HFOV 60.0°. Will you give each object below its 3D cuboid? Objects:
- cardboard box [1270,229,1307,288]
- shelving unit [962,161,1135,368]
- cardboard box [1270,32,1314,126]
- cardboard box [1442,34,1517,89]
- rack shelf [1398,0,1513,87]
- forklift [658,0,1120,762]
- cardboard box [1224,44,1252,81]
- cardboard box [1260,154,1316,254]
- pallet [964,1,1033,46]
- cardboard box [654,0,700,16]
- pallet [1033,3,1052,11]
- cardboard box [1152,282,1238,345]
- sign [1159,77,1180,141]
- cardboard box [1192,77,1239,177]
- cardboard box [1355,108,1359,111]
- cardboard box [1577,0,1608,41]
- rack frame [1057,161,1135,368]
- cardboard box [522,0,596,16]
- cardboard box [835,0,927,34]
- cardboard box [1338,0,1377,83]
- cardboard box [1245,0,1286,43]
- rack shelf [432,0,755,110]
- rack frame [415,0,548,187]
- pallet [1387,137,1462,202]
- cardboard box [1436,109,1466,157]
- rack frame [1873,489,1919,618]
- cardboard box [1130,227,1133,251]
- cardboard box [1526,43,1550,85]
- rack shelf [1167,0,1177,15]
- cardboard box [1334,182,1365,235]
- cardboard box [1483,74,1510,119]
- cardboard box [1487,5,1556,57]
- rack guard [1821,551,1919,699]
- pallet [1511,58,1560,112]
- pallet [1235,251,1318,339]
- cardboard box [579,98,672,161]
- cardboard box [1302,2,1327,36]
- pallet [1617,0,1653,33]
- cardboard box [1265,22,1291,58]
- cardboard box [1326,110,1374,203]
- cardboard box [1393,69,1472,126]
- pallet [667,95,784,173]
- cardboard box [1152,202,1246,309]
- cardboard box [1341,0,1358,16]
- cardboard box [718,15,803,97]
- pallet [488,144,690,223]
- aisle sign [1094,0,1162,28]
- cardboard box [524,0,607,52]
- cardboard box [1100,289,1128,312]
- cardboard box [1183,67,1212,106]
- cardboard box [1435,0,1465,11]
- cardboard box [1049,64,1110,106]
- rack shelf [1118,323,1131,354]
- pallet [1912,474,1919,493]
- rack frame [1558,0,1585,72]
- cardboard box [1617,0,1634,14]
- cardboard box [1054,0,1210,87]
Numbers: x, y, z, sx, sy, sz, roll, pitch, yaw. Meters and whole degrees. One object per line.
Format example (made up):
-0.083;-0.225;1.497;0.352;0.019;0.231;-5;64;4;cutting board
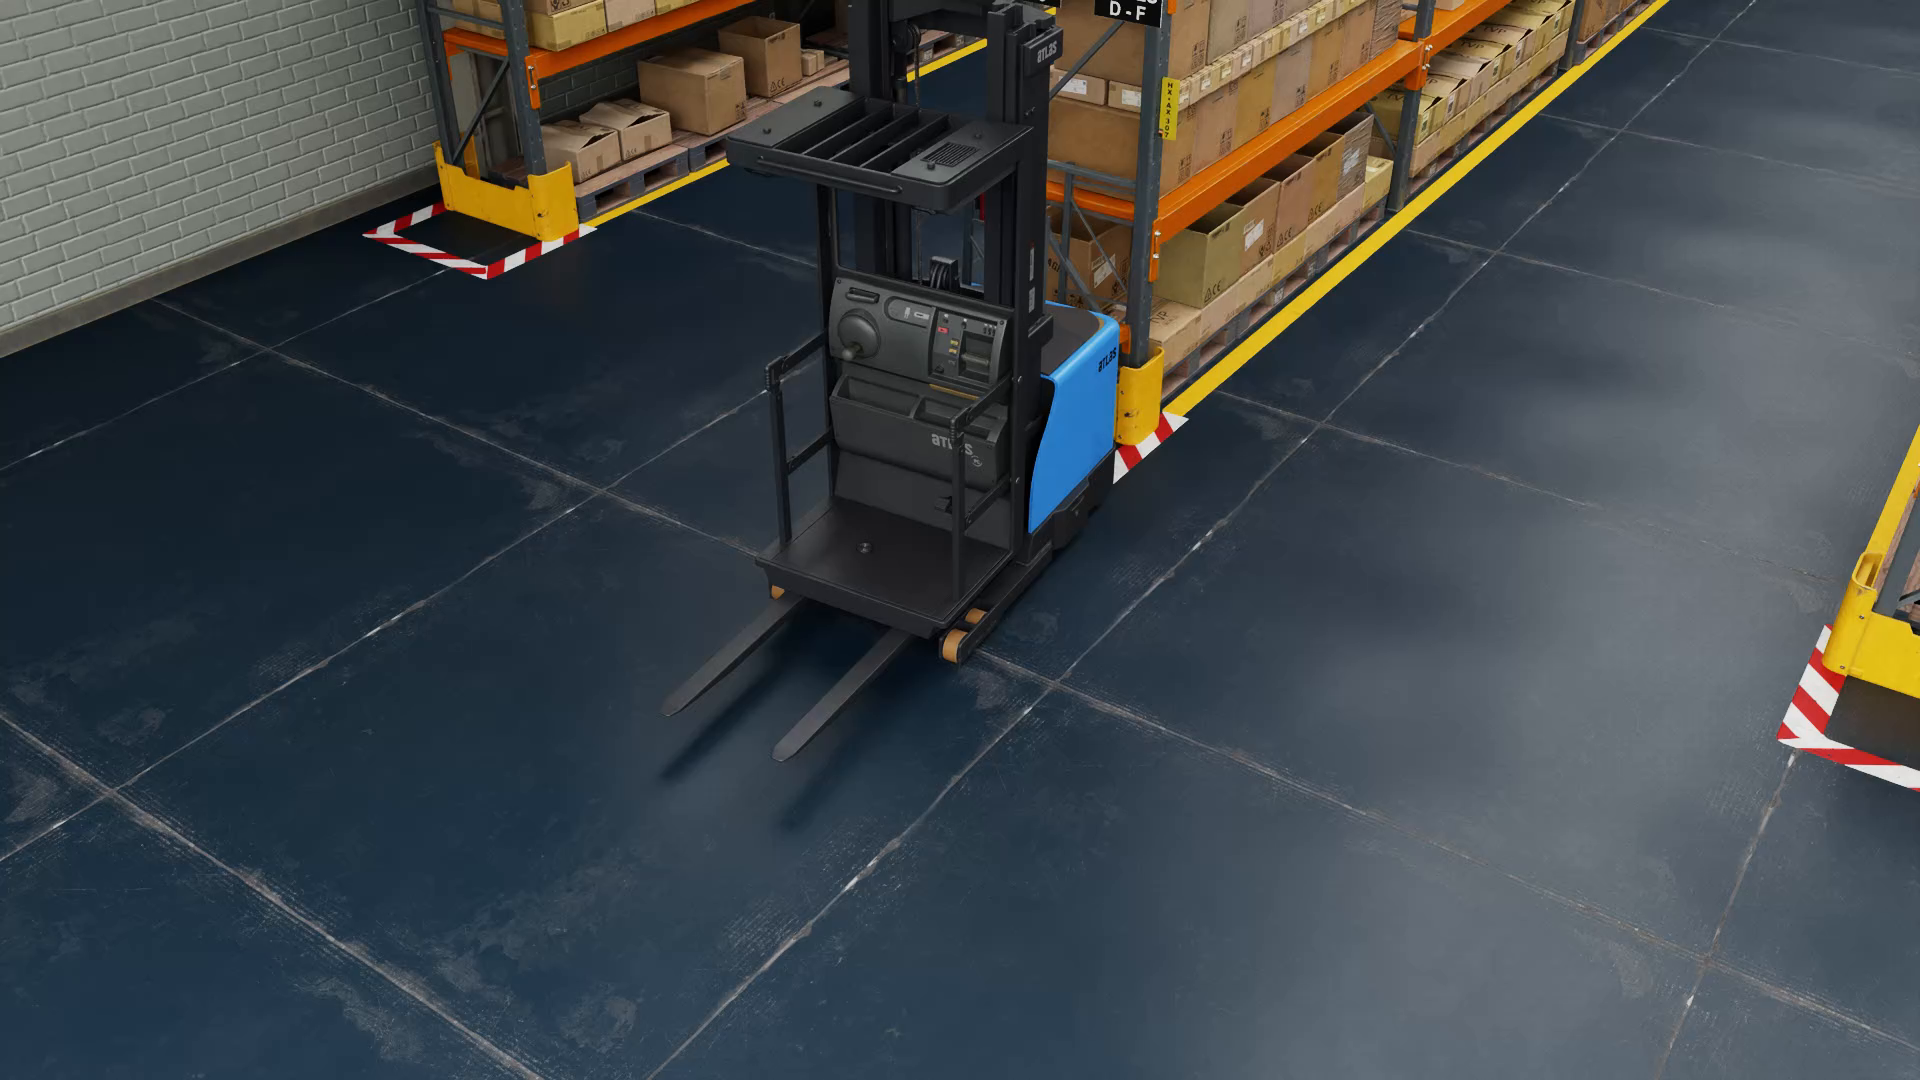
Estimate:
1.994;-1.959;11.224;0.500;0.250;0.500;21;39;28;cardboard box
0.506;-1.216;9.219;0.587;1.500;1.083;19;31;29;shelving unit
1.806;-3.024;10.630;0.700;0.500;0.500;23;40;30;cardboard box
4.245;-3.985;13.719;0.500;0.311;0.500;22;40;29;cardboard box
4.070;-4.521;13.576;1.077;0.370;4.000;21;39;28;rack shelf
-0.308;-0.910;7.654;1.130;2.935;3.031;18;38;24;forklift
1.487;-2.832;9.768;0.380;0.149;0.250;21;39;28;cardboard box
1.995;-2.269;11.013;0.500;0.500;0.500;21;39;28;cardboard box
-0.004;-5.247;16.496;1.003;0.211;1.213;21;39;28;pallet
-2.304;-4.184;12.551;0.500;0.250;0.500;21;39;27;cardboard box
0.692;-5.806;17.323;1.003;0.211;1.213;21;39;28;pallet
1.420;-1.500;10.546;0.500;0.250;0.500;21;39;28;cardboard box
1.101;-2.269;8.760;0.100;0.325;0.005;21;39;28;sign
1.221;-2.553;9.935;0.700;0.500;0.500;22;40;29;cardboard box
2.925;-3.444;12.920;0.500;0.311;0.500;21;39;28;cardboard box
5.705;-5.005;15.487;0.500;0.500;0.500;23;40;30;cardboard box
0.786;-1.395;9.592;0.500;1.500;0.032;19;31;29;rack frame
-2.904;-4.019;11.638;0.500;0.500;0.500;21;39;28;cardboard box
-0.736;-4.970;15.436;0.700;0.500;0.500;23;40;30;cardboard box
2.386;-3.489;11.318;0.700;0.500;0.500;21;39;28;cardboard box
1.538;-3.348;9.951;0.700;0.500;0.500;21;40;28;cardboard box
-2.282;-4.261;13.191;1.077;0.370;4.000;21;39;28;rack shelf
-3.423;-3.639;11.628;1.000;3.000;0.127;21;39;28;rack frame
3.318;-3.095;13.314;1.003;0.211;1.213;21;39;28;pallet
3.656;-3.275;13.171;0.500;0.250;0.500;22;40;29;cardboard box
4.716;-0.474;6.949;1.000;3.000;0.127;21;39;28;rack frame
1.268;-2.210;10.927;0.500;0.500;0.500;21;39;28;cardboard box
4.820;-4.216;14.562;0.500;0.250;0.500;21;39;28;cardboard box
1.789;-3.923;10.014;1.077;0.370;4.000;21;39;28;rack shelf
2.552;-2.424;11.912;0.500;0.250;0.500;21;39;28;cardboard box
4.240;-3.748;13.870;0.500;0.250;0.500;22;40;29;cardboard box
4.823;-4.446;14.401;0.500;0.311;0.500;21;39;28;cardboard box
4.721;0.511;7.723;1.175;0.500;0.348;21;39;28;rack guard
4.709;-4.218;14.975;1.003;0.211;1.213;21;39;28;pallet
1.747;-1.827;11.439;1.003;0.211;1.213;21;39;28;pallet
-2.629;-3.259;13.075;0.500;0.311;0.500;25;41;32;cardboard box
2.076;-3.308;10.472;0.380;0.149;0.250;23;40;30;cardboard box
6.363;-5.475;16.834;1.003;0.211;1.213;21;39;28;pallet
1.782;-3.073;10.124;0.380;0.149;0.250;21;39;28;cardboard box
2.550;-2.735;11.702;0.500;0.500;0.500;21;39;28;cardboard box
3.660;-3.505;13.011;0.500;0.311;0.500;21;39;28;cardboard box
-2.191;-3.440;13.824;1.003;0.211;1.213;21;39;28;pallet
1.421;-1.810;10.335;0.500;0.500;0.500;21;39;28;cardboard box
2.369;-3.548;10.826;0.380;0.149;0.250;21;39;28;cardboard box
-1.701;-4.136;14.202;0.500;0.500;0.500;18;38;25;cardboard box
-2.887;-2.881;12.997;1.003;0.211;1.213;21;39;28;pallet
0.863;-3.007;8.374;0.394;0.787;0.004;21;39;28;aisle sign
-2.884;-3.708;11.847;0.500;0.250;0.500;20;39;27;cardboard box
0.712;-1.434;10.448;0.500;0.250;0.500;21;39;28;cardboard box
1.198;-2.602;9.428;0.380;0.149;0.250;20;39;27;cardboard box
3.603;-4.137;12.590;0.380;0.149;0.250;21;39;28;cardboard box
0.710;-2.605;9.432;0.380;0.149;0.250;21;39;27;cardboard box
0.494;-1.052;9.294;0.538;0.185;1.000;19;31;29;rack shelf
5.885;-0.300;9.181;1.003;0.211;1.213;21;39;28;pallet
5.210;-5.740;14.735;1.000;3.000;0.127;21;39;28;rack frame
6.289;-5.477;16.185;0.500;0.500;0.500;21;39;28;cardboard box
0.956;-2.872;9.247;0.700;0.500;0.500;21;40;28;cardboard box
